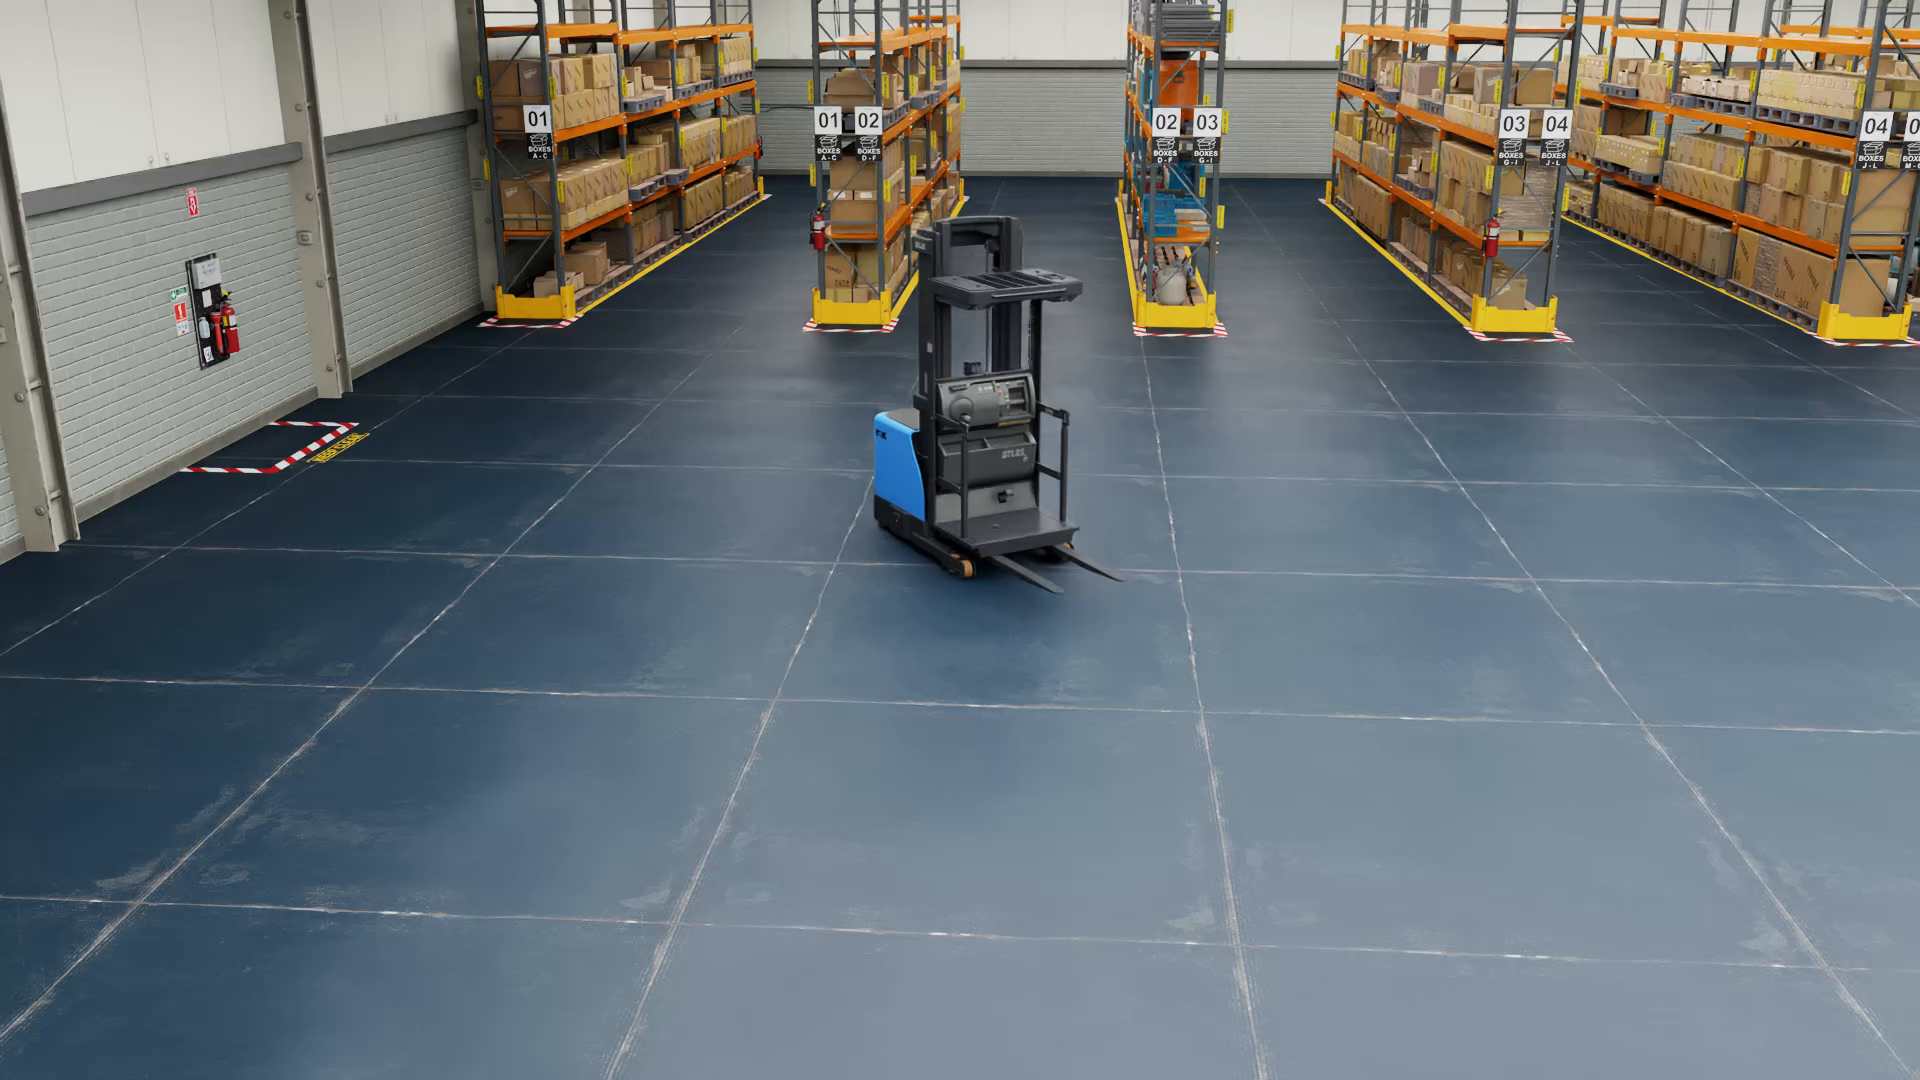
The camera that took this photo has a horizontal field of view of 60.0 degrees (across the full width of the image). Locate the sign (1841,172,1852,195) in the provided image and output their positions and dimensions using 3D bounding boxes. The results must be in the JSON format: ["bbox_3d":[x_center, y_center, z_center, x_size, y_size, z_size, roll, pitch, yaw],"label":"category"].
[{"bbox_3d":[12.636,-5.081,23.698,0.100,0.325,0.005,1,18,4],"label":"sign"}]

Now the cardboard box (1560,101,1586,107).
[{"bbox_3d":[13.997,-9.744,37.927,0.500,0.500,0.500,2,18,6],"label":"cardboard box"}]

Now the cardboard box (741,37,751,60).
[{"bbox_3d":[-5.219,-11.569,39.123,0.500,0.500,0.500,1,18,4],"label":"cardboard box"}]

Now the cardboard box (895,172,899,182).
[{"bbox_3d":[-1.217,-6.035,27.648,0.380,0.149,0.250,1,18,4],"label":"cardboard box"}]

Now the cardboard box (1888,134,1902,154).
[{"bbox_3d":[18.541,-7.810,32.500,0.500,0.500,0.500,1,18,4],"label":"cardboard box"}]

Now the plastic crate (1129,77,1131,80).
[{"bbox_3d":[3.903,-10.017,36.454,0.416,0.233,0.300,1,18,4],"label":"plastic crate"}]

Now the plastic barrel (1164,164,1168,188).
[{"bbox_3d":[3.954,-6.615,30.404,0.433,0.535,0.433,0,18,0],"label":"plastic barrel"}]

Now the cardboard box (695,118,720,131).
[{"bbox_3d":[-5.503,-9.006,36.043,0.500,0.250,0.500,2,18,5],"label":"cardboard box"}]

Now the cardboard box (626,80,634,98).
[{"bbox_3d":[-6.135,-8.059,29.680,0.500,0.311,0.500,2,18,6],"label":"cardboard box"}]

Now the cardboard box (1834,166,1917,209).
[{"bbox_3d":[13.242,-5.100,24.022,0.875,0.550,0.550,1,18,4],"label":"cardboard box"}]

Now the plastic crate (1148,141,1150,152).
[{"bbox_3d":[4.450,-8.823,37.454,0.437,0.282,0.530,1,18,4],"label":"plastic crate"}]

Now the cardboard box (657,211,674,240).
[{"bbox_3d":[-6.011,-6.156,32.528,0.700,0.500,0.500,2,18,5],"label":"cardboard box"}]

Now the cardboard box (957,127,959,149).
[{"bbox_3d":[-0.291,-9.476,39.192,0.500,0.500,0.500,1,18,4],"label":"cardboard box"}]

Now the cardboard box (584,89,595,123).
[{"bbox_3d":[-6.188,-6.950,26.633,0.500,0.500,0.500,2,18,7],"label":"cardboard box"}]

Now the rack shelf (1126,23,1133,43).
[{"bbox_3d":[4.300,-11.321,37.146,1.077,0.370,4.000,1,18,4],"label":"rack shelf"}]

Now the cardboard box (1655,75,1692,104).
[{"bbox_3d":[13.537,-8.542,31.524,0.500,0.500,0.500,1,18,4],"label":"cardboard box"}]

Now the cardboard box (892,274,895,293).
[{"bbox_3d":[-1.315,-4.131,26.781,0.500,0.250,0.500,1,18,4],"label":"cardboard box"}]

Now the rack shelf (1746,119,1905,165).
[{"bbox_3d":[13.320,-6.106,25.406,1.077,0.370,4.000,1,18,4],"label":"rack shelf"}]

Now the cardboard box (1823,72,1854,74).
[{"bbox_3d":[13.700,-7.221,25.940,0.380,0.149,0.250,2,18,5],"label":"cardboard box"}]

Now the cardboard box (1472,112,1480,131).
[{"bbox_3d":[8.096,-6.367,25.288,0.500,0.250,0.500,2,18,5],"label":"cardboard box"}]

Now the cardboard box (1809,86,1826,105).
[{"bbox_3d":[13.006,-6.613,24.727,0.500,0.250,0.500,1,18,4],"label":"cardboard box"}]

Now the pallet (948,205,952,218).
[{"bbox_3d":[-0.734,-7.381,37.436,1.003,0.211,1.213,1,18,4],"label":"pallet"}]

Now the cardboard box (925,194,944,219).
[{"bbox_3d":[-0.614,-7.045,35.241,0.500,0.500,0.500,2,18,5],"label":"cardboard box"}]

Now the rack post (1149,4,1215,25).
[{"bbox_3d":[3.404,-8.071,25.552,0.937,0.300,0.954,1,18,3],"label":"rack post"}]

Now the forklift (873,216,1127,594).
[{"bbox_3d":[0.341,-1.218,14.260,1.130,2.935,3.031,-10,21,-27],"label":"forklift"}]

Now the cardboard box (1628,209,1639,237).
[{"bbox_3d":[13.577,-6.269,32.905,0.500,0.500,0.500,2,18,6],"label":"cardboard box"}]

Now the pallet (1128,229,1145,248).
[{"bbox_3d":[3.885,-6.059,33.403,1.003,0.211,1.213,1,18,4],"label":"pallet"}]

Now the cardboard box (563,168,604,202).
[{"bbox_3d":[-6.138,-5.785,27.094,0.500,0.500,0.500,2,18,6],"label":"cardboard box"}]

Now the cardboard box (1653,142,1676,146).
[{"bbox_3d":[14.090,-7.874,33.236,0.380,0.149,0.250,1,18,3],"label":"cardboard box"}]

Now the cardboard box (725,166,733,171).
[{"bbox_3d":[-5.615,-8.831,39.681,0.380,0.149,0.250,1,18,4],"label":"cardboard box"}]

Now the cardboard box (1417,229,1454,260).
[{"bbox_3d":[8.681,-5.319,29.972,0.700,0.500,0.500,0,18,-1],"label":"cardboard box"}]

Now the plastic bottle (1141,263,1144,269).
[{"bbox_3d":[3.044,-4.464,27.712,0.061,0.283,0.133,2,18,6],"label":"plastic bottle"}]

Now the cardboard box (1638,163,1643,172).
[{"bbox_3d":[13.346,-7.207,32.155,0.380,0.149,0.250,1,18,4],"label":"cardboard box"}]

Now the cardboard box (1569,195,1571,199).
[{"bbox_3d":[13.995,-7.791,37.636,0.380,0.149,0.250,2,18,7],"label":"cardboard box"}]

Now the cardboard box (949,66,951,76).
[{"bbox_3d":[-0.467,-10.385,36.748,0.500,0.250,0.500,1,18,4],"label":"cardboard box"}]

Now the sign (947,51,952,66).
[{"bbox_3d":[-0.230,-10.340,35.708,0.100,0.325,0.005,1,18,4],"label":"sign"}]

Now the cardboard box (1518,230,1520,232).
[{"bbox_3d":[8.532,-4.584,24.827,0.380,0.149,0.250,1,18,4],"label":"cardboard box"}]

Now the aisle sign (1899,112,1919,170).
[{"bbox_3d":[13.471,-5.608,23.372,0.394,0.787,0.004,1,18,4],"label":"aisle sign"}]

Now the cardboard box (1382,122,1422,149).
[{"bbox_3d":[8.969,-8.190,33.655,0.797,0.503,0.637,2,18,6],"label":"cardboard box"}]

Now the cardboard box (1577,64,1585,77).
[{"bbox_3d":[13.913,-10.356,36.658,0.500,0.250,0.500,1,18,2],"label":"cardboard box"}]

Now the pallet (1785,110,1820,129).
[{"bbox_3d":[13.304,-6.395,25.275,1.003,0.211,1.213,1,18,4],"label":"pallet"}]

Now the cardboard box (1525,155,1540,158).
[{"bbox_3d":[8.591,-5.527,25.057,0.500,0.500,0.500,1,18,4],"label":"cardboard box"}]

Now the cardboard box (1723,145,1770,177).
[{"bbox_3d":[13.528,-6.480,28.444,0.700,0.500,0.500,1,18,3],"label":"cardboard box"}]

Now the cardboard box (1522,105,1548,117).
[{"bbox_3d":[8.497,-6.327,24.525,0.380,0.149,0.250,1,18,3],"label":"cardboard box"}]

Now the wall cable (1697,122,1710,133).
[{"bbox_3d":[19.649,-11.541,43.972,0.585,1.953,0.123,1,18,4],"label":"wall cable"}]

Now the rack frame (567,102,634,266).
[{"bbox_3d":[-6.299,-6.117,29.102,1.000,3.000,0.127,1,18,4],"label":"rack frame"}]

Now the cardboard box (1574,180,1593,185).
[{"bbox_3d":[14.463,-8.251,38.563,0.380,0.149,0.250,2,18,5],"label":"cardboard box"}]

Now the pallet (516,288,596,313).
[{"bbox_3d":[-6.486,-3.825,26.585,1.003,0.211,1.213,1,18,4],"label":"pallet"}]

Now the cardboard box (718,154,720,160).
[{"bbox_3d":[-5.467,-8.381,36.381,0.380,0.149,0.250,1,18,4],"label":"cardboard box"}]

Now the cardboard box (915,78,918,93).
[{"bbox_3d":[-1.067,-8.499,31.119,0.500,0.250,0.500,2,18,5],"label":"cardboard box"}]

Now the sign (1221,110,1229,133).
[{"bbox_3d":[3.845,-6.070,24.126,0.100,0.325,0.005,1,18,4],"label":"sign"}]

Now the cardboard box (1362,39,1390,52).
[{"bbox_3d":[9.229,-10.962,36.870,0.500,0.250,0.500,1,18,2],"label":"cardboard box"}]

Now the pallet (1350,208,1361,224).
[{"bbox_3d":[9.229,-7.180,36.822,1.003,0.211,1.213,1,18,4],"label":"pallet"}]

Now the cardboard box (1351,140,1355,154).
[{"bbox_3d":[8.901,-8.644,36.577,0.500,0.250,0.500,2,18,6],"label":"cardboard box"}]

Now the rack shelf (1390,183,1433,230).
[{"bbox_3d":[8.667,-6.065,30.098,1.077,0.370,4.000,1,18,4],"label":"rack shelf"}]

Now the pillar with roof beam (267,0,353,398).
[{"bbox_3d":[-3.534,-6.003,19.119,9.100,9.000,0.400,1,18,4],"label":"pillar with roof beam"}]

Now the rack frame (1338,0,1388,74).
[{"bbox_3d":[9.383,-12.364,38.530,1.000,3.000,0.127,1,18,4],"label":"rack frame"}]
